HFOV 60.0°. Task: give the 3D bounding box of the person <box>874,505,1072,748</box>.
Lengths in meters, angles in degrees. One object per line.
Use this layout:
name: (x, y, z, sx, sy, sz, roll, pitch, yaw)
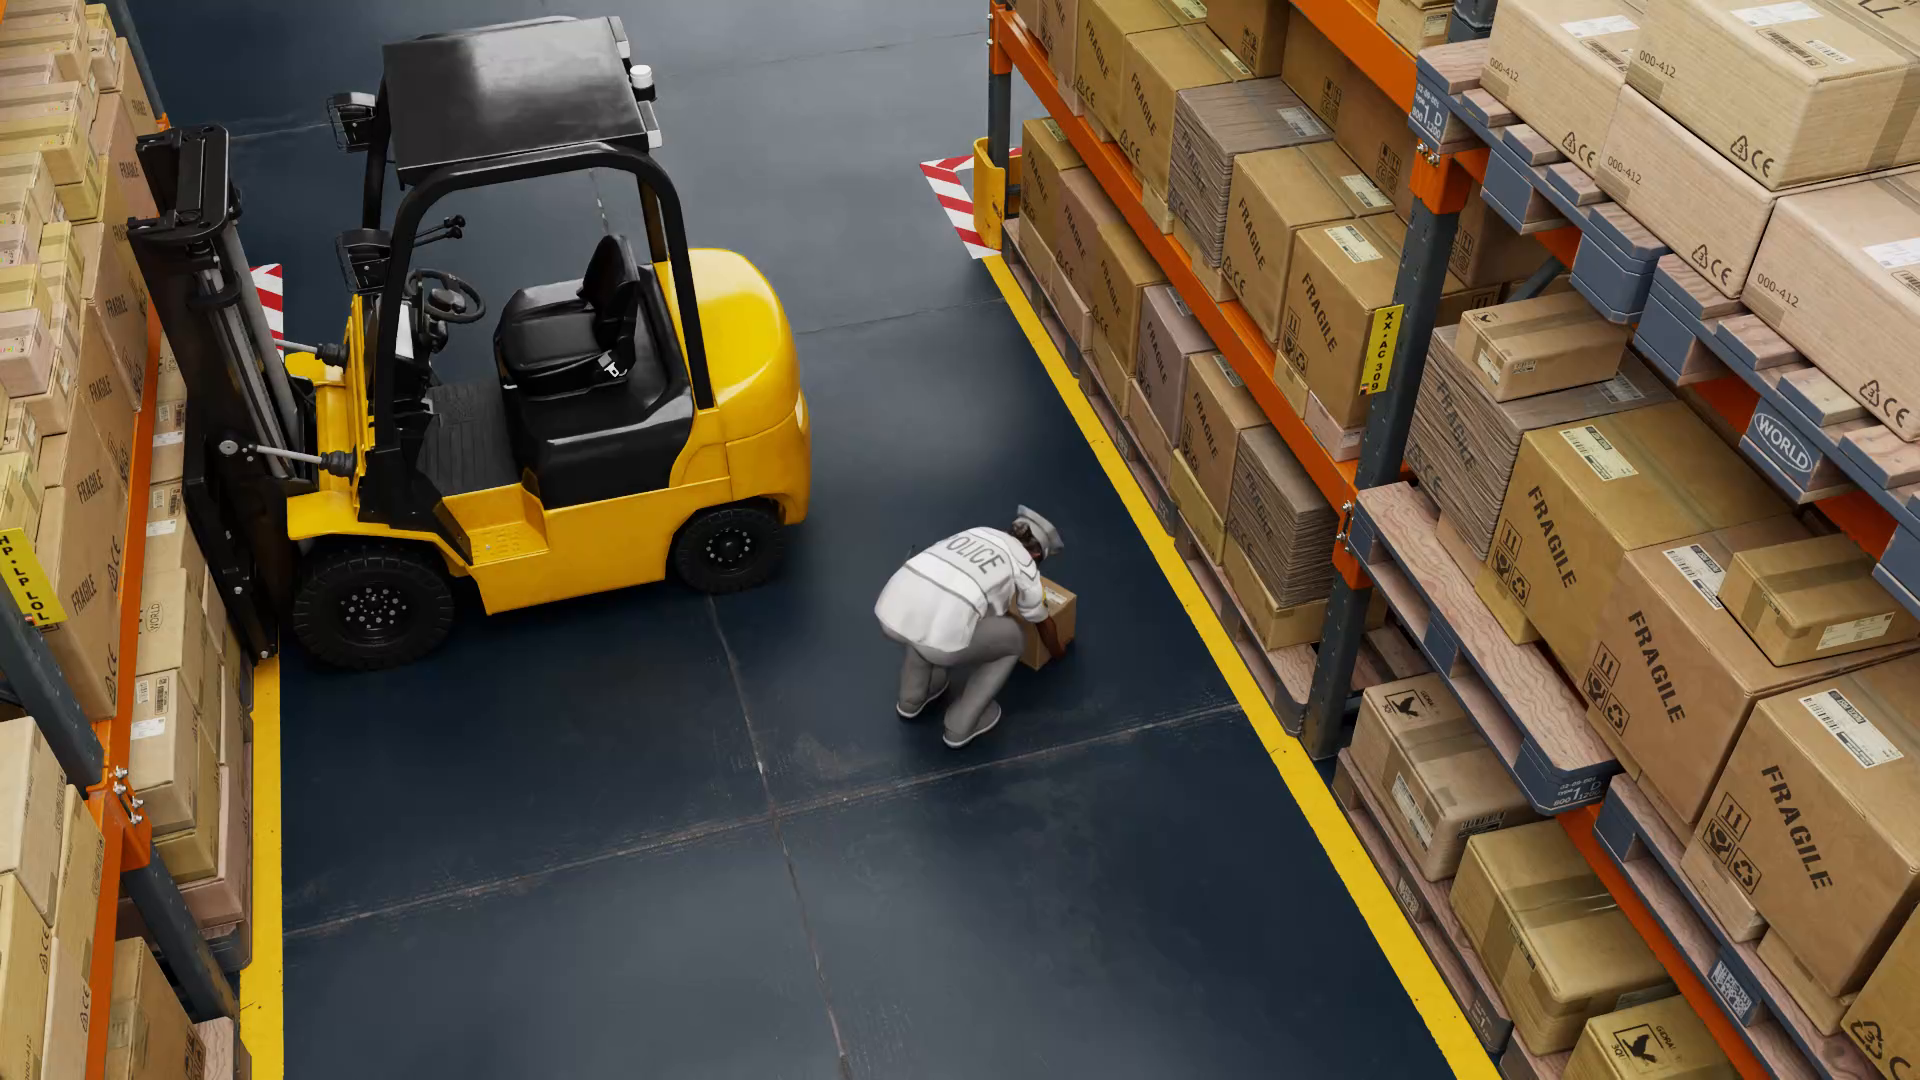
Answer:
person: (0.051, 0.296, 6.455, 0.474, 0.846, 0.910, 28, 49, 27)
